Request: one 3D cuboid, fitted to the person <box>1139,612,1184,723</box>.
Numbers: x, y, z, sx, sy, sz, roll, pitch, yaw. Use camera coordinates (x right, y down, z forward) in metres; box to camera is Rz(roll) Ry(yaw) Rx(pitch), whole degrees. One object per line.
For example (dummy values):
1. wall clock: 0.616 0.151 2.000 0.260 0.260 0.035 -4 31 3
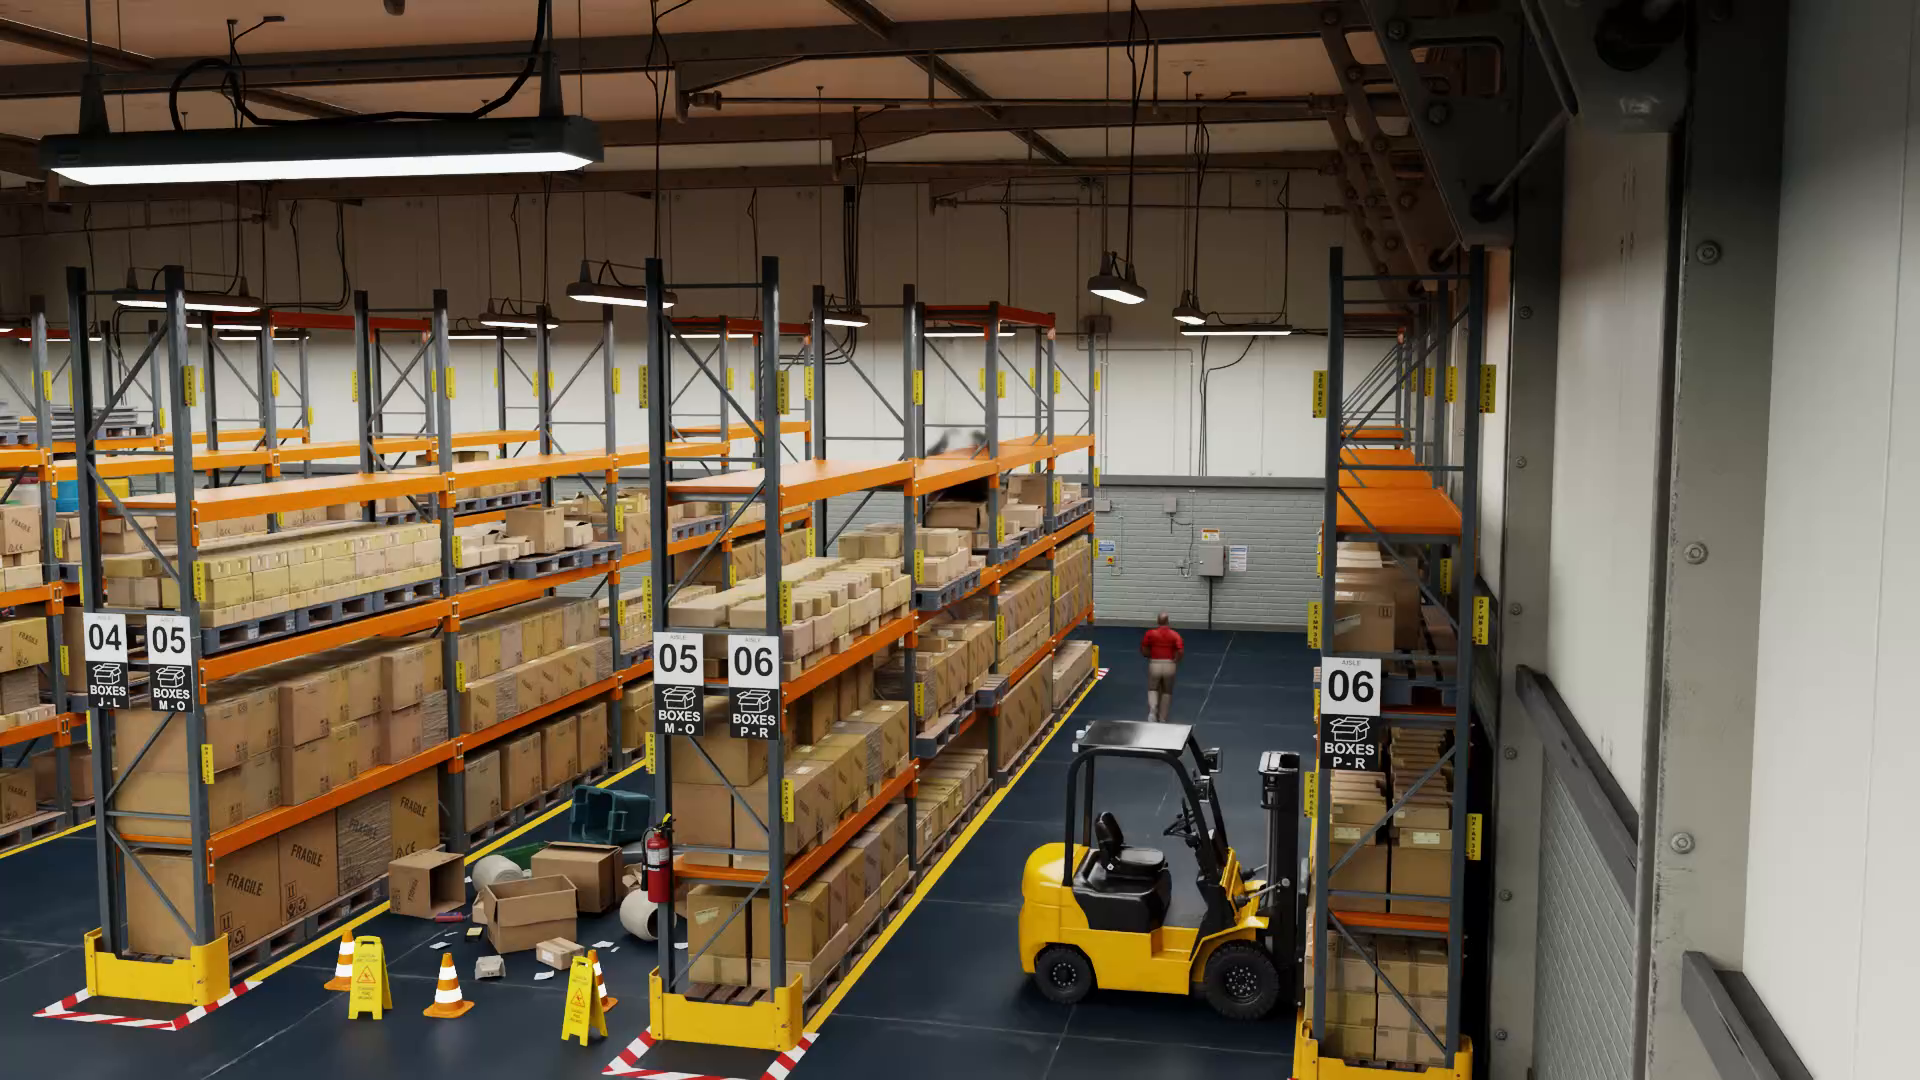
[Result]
1. person: 2.933 1.888 24.148 0.648 1.679 0.597 1 6 10
